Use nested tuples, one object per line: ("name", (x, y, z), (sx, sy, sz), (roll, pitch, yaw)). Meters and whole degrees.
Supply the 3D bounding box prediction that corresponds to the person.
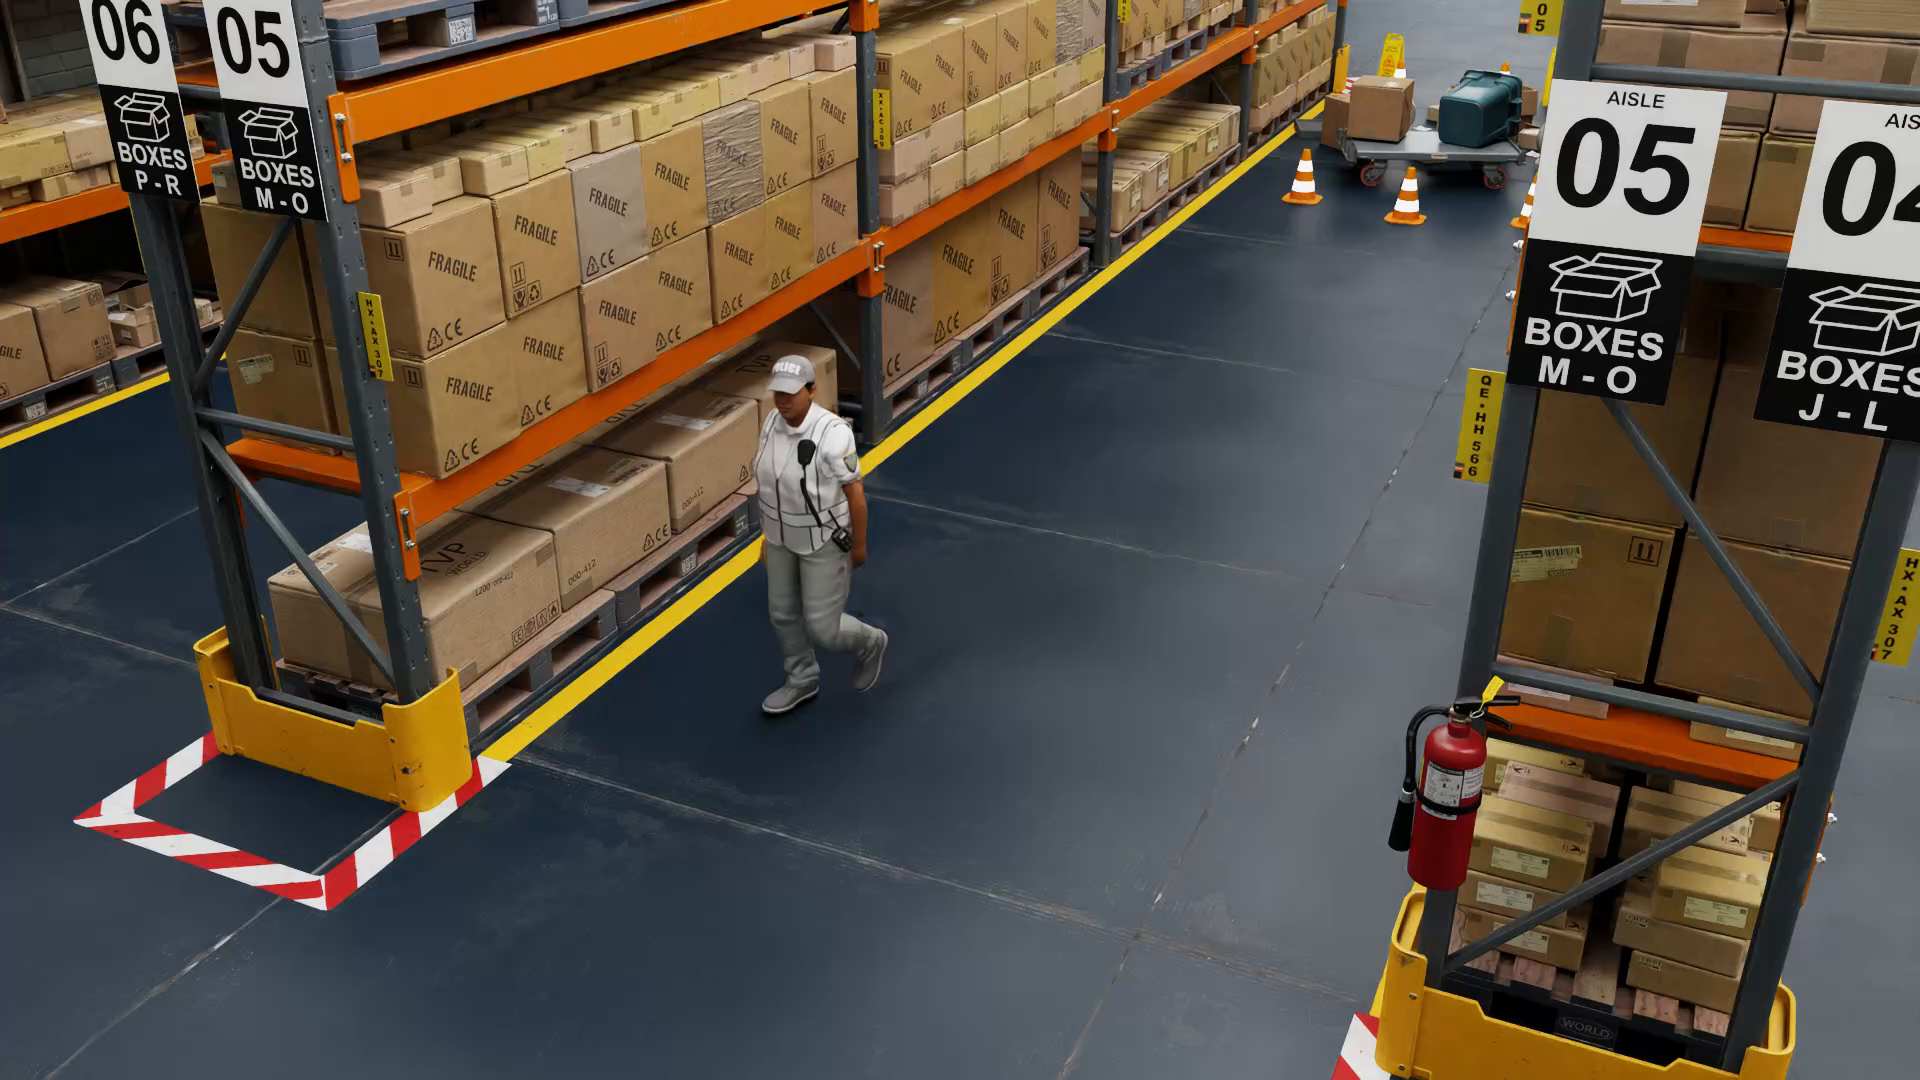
("person", (-0.602, -0.027, 7.130), (0.481, 1.648, 0.536), (18, 31, 32))
